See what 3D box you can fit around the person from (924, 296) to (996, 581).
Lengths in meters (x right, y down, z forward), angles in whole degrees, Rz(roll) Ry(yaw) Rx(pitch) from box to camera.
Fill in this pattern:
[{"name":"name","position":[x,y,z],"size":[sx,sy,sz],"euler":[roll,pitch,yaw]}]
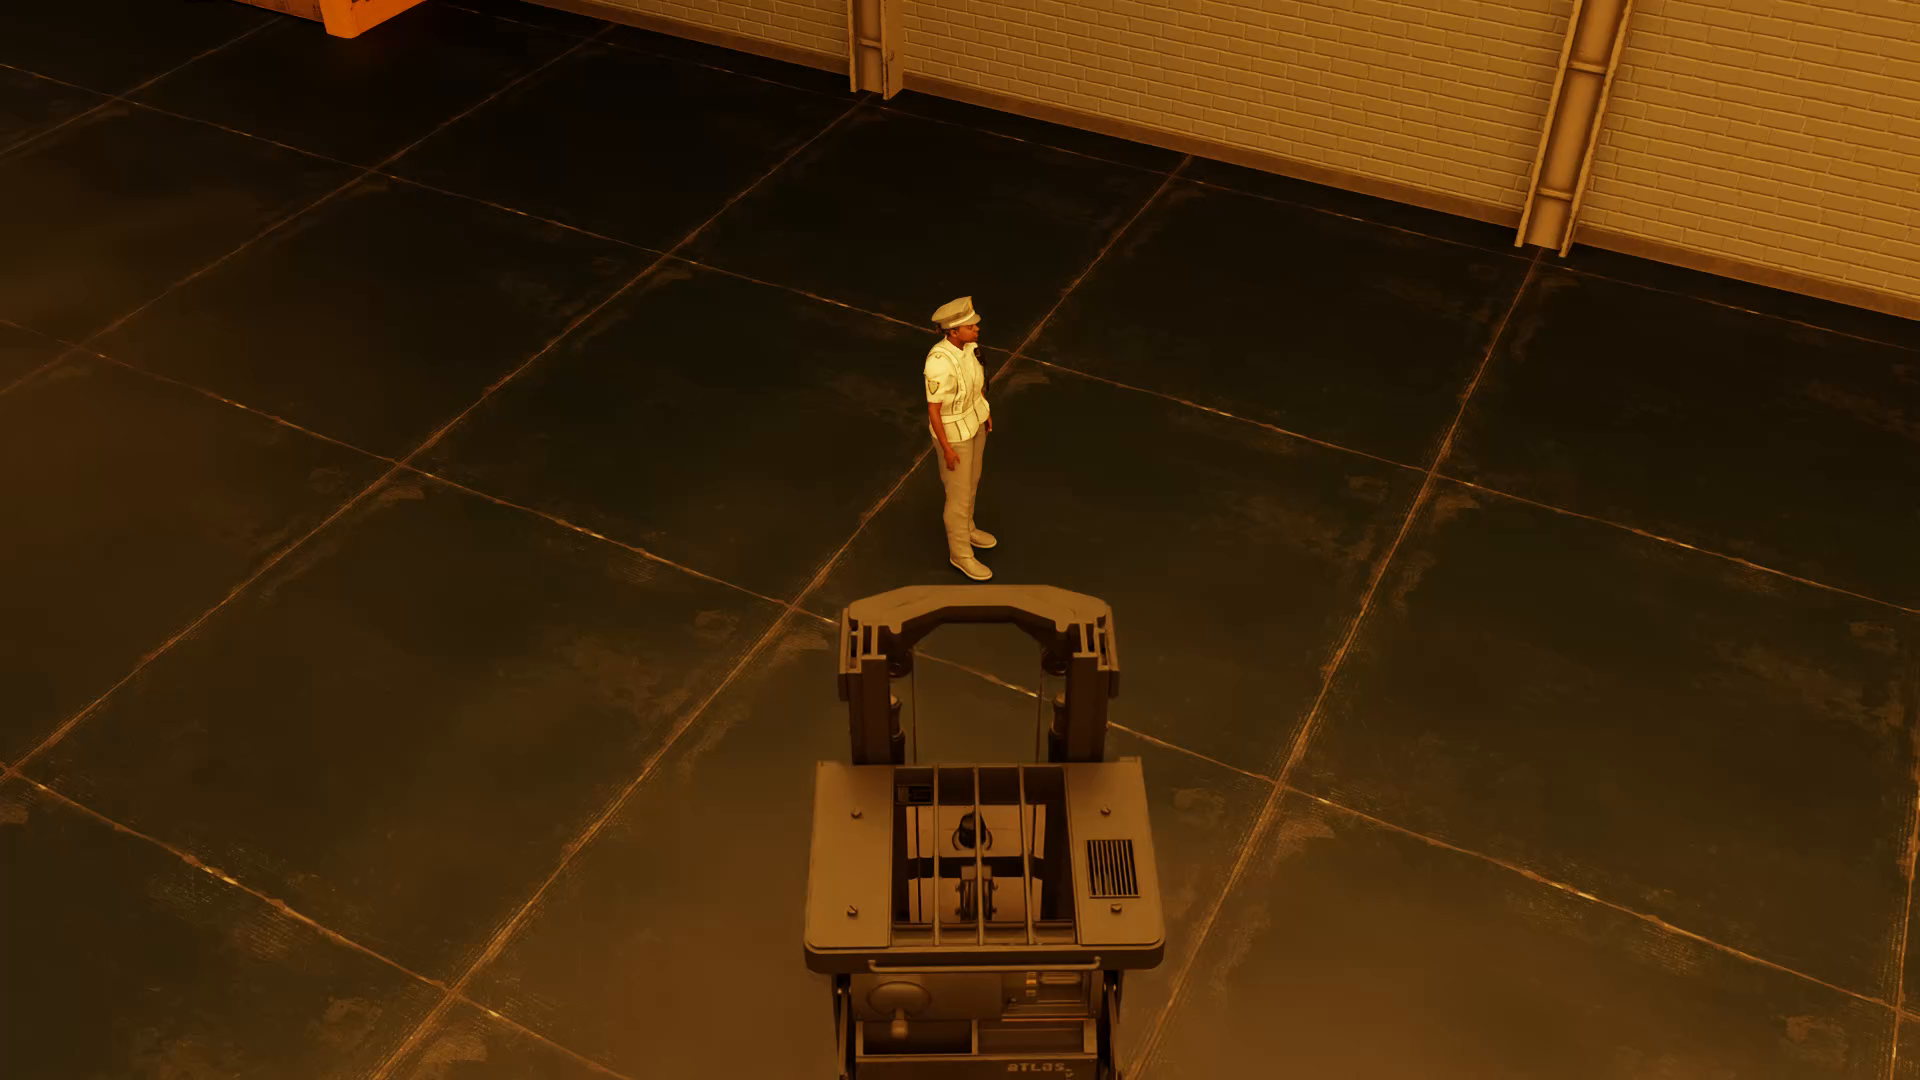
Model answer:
[{"name":"person","position":[0.058,-0.620,9.671],"size":[0.528,1.695,0.569],"euler":[18,43,21]}]

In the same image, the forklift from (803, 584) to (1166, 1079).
[{"name":"forklift","position":[0.068,1.709,5.957],"size":[1.130,2.935,3.031],"euler":[-1,40,-1]}]
